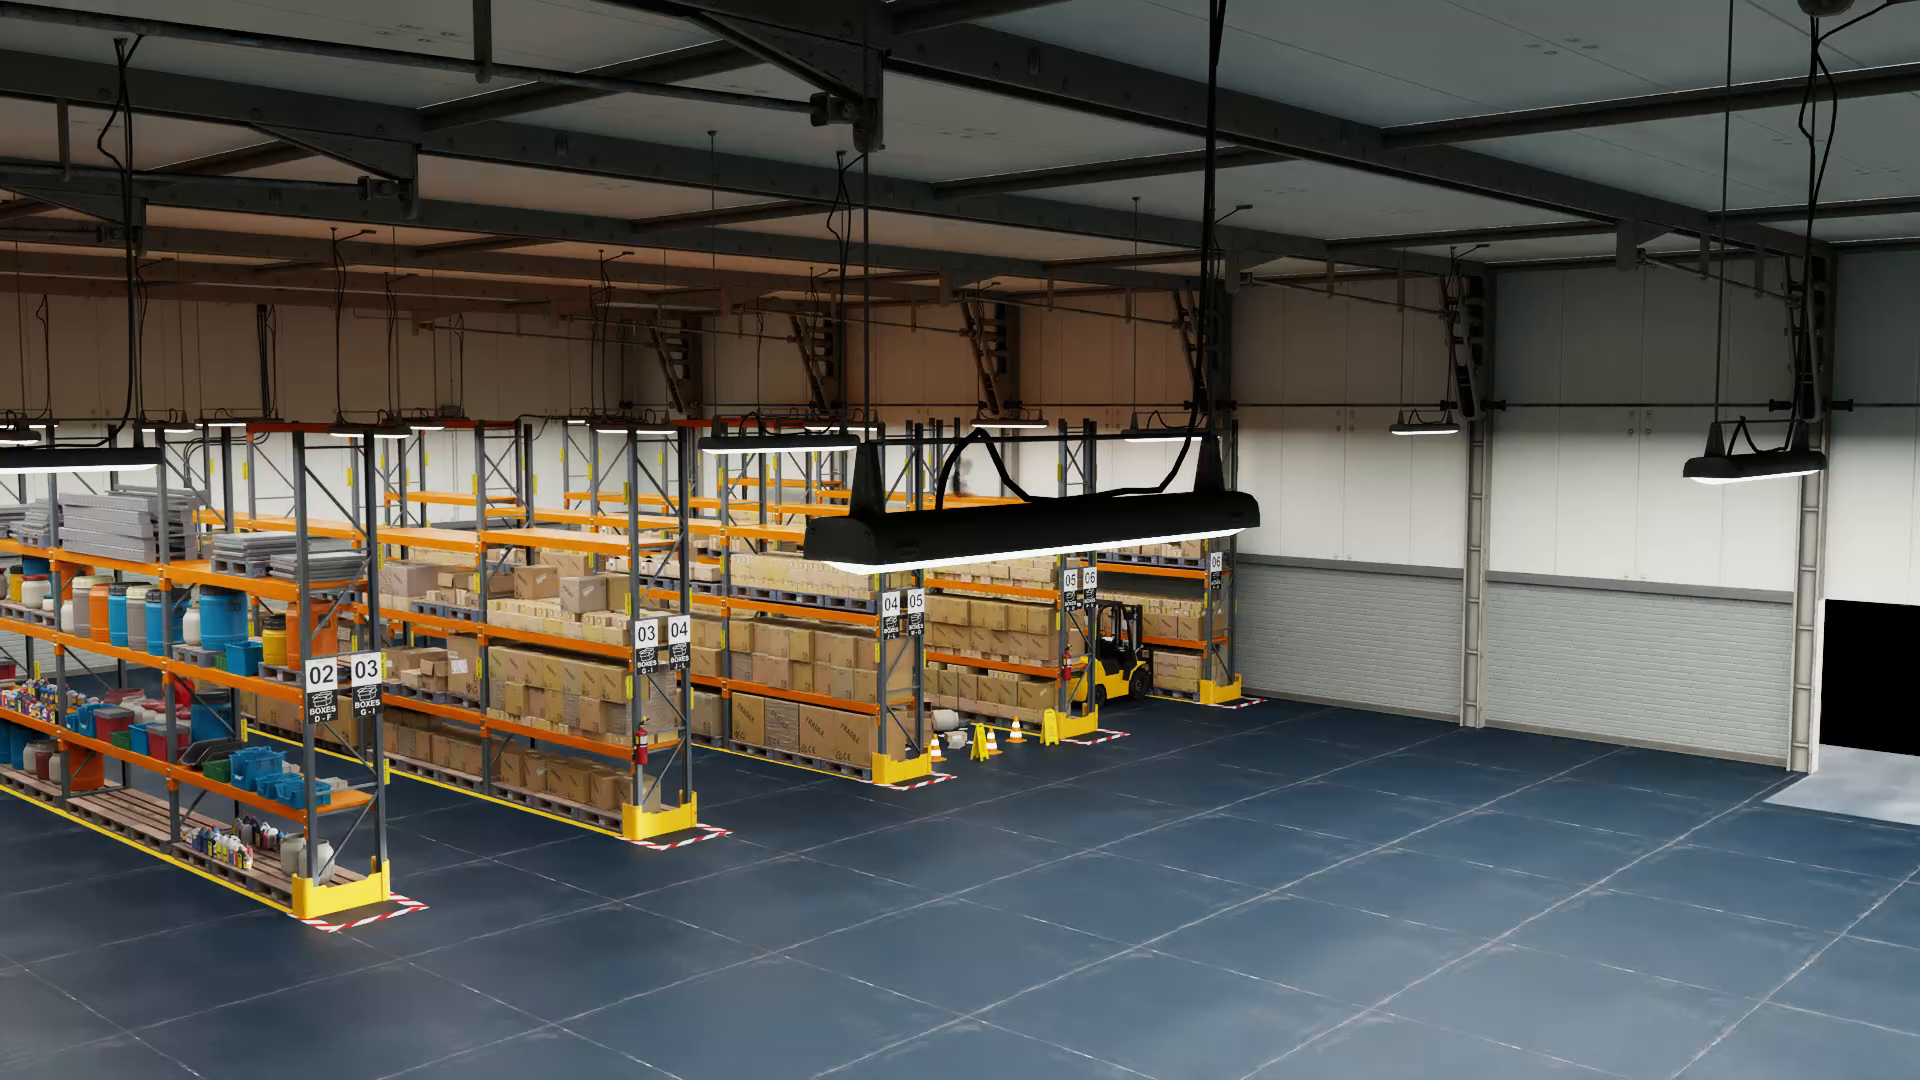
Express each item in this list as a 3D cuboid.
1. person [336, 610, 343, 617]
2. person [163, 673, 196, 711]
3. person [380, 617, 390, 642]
[{"bbox_3d":[-14.410,2.390,37.919,0.790,1.731,0.801,1,5,11],"label":"person"},{"bbox_3d":[-13.808,3.084,29.538,0.679,1.691,0.672,3,5,29],"label":"person"},{"bbox_3d":[-12.838,2.487,36.448,0.687,1.812,0.644,4,6,42],"label":"person"}]
